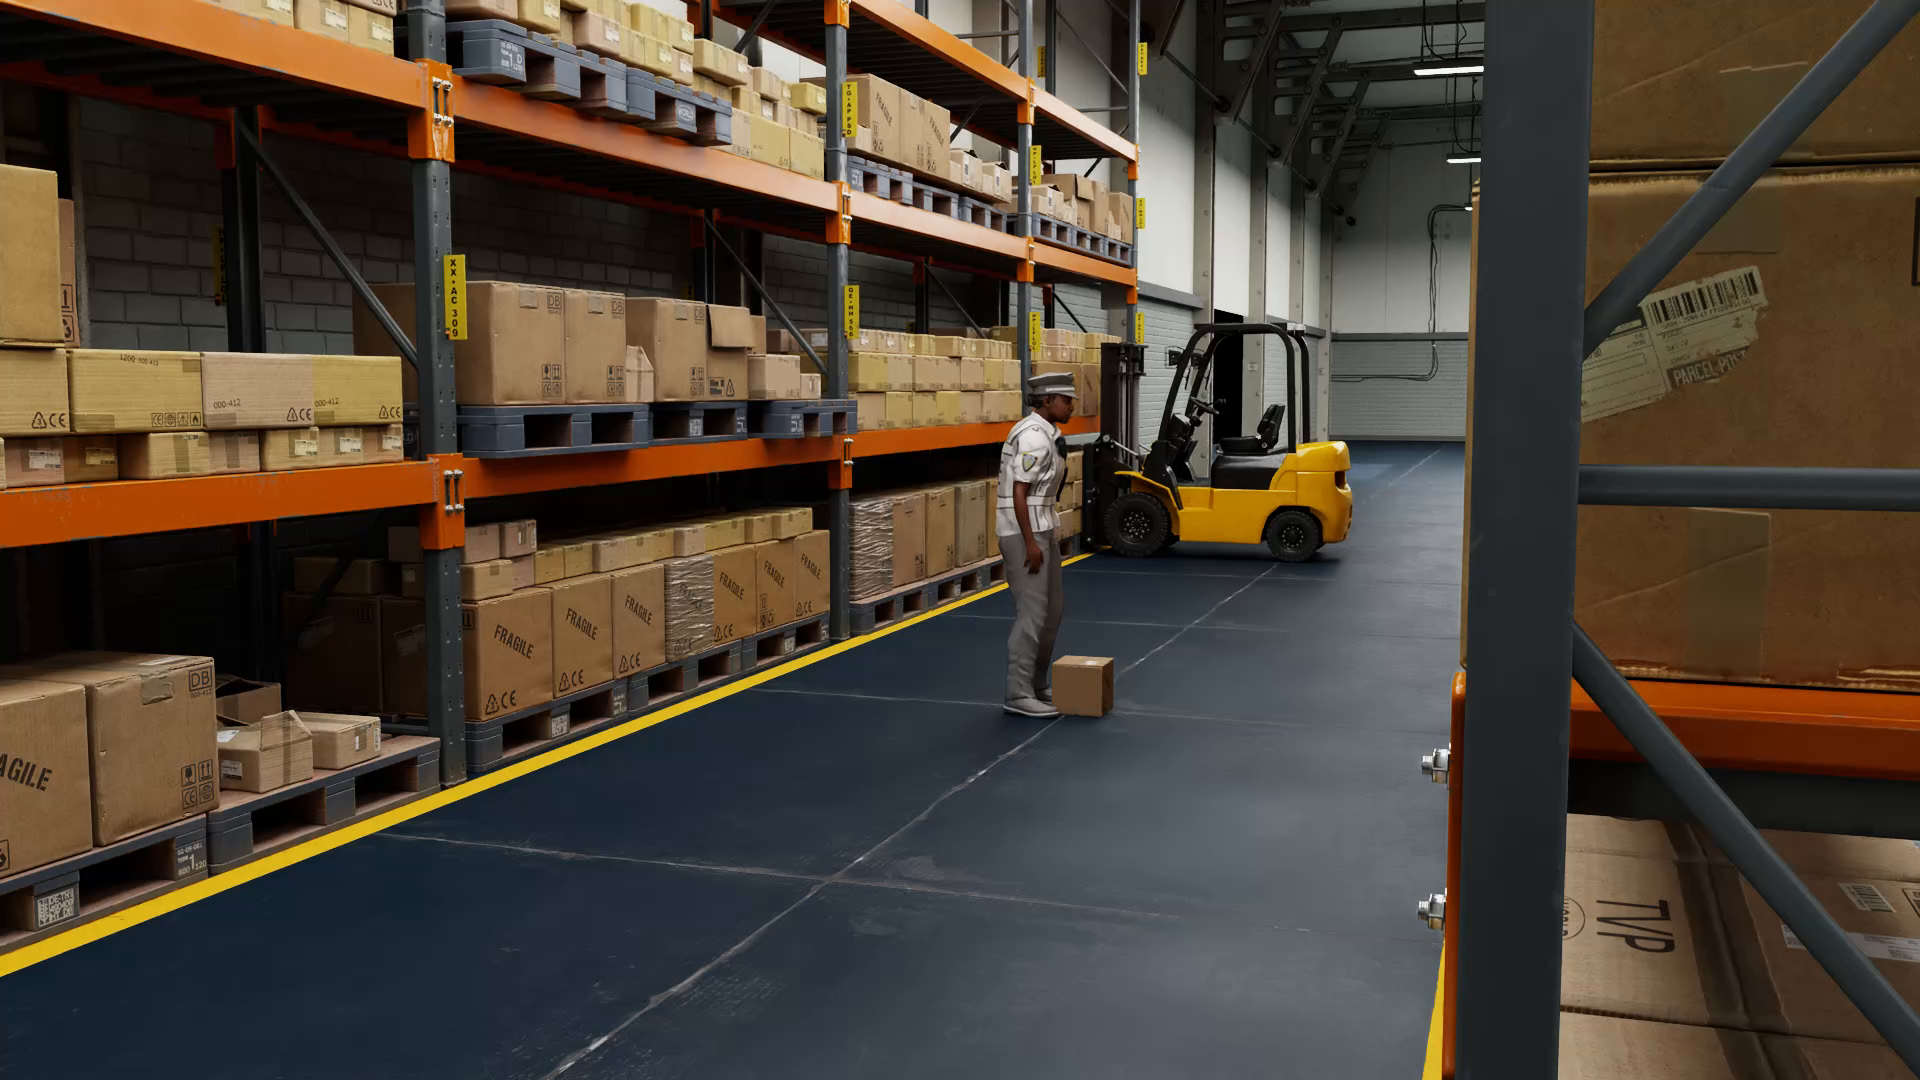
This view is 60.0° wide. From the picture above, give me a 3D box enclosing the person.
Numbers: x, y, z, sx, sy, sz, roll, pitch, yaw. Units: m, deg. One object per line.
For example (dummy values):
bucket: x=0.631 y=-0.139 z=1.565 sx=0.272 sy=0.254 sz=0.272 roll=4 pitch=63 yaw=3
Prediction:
person: x=0.377 y=0.007 z=8.165 sx=0.398 sy=1.660 sz=0.530 roll=2 pitch=6 yaw=16
